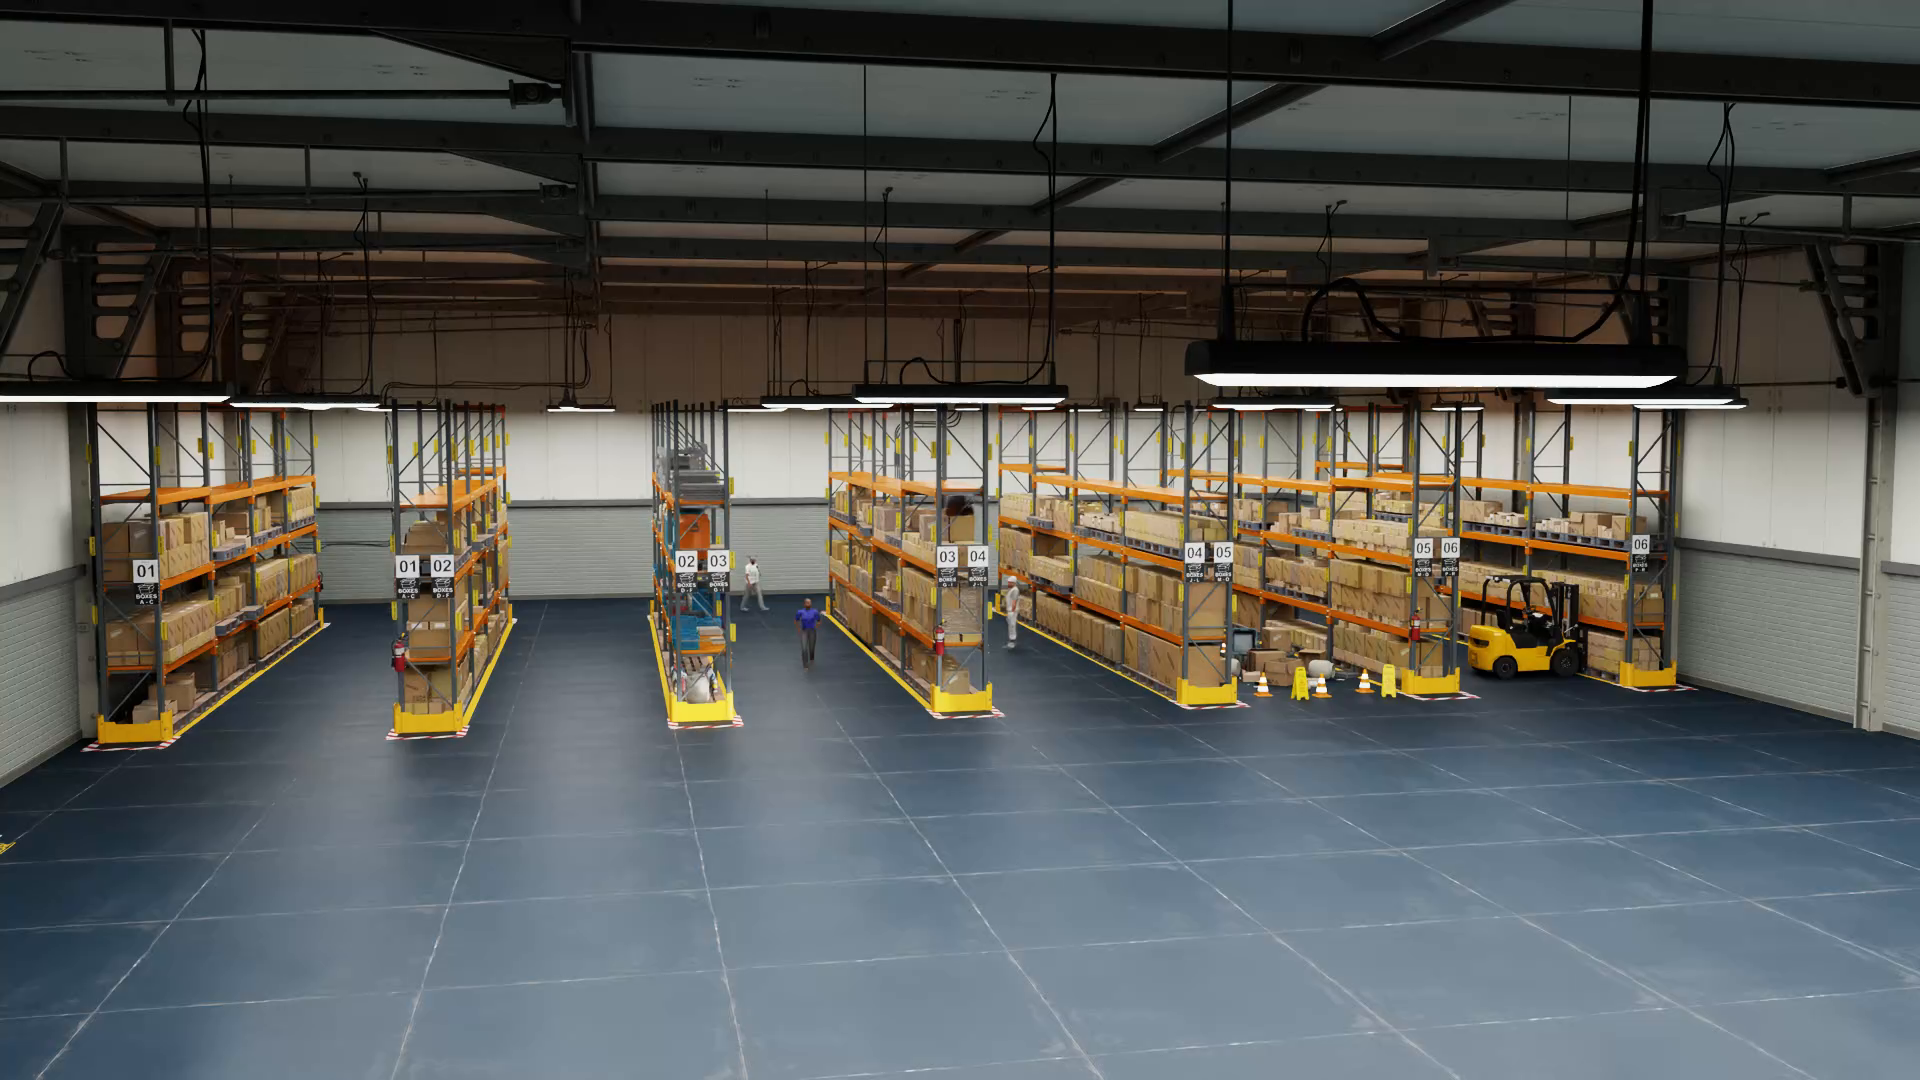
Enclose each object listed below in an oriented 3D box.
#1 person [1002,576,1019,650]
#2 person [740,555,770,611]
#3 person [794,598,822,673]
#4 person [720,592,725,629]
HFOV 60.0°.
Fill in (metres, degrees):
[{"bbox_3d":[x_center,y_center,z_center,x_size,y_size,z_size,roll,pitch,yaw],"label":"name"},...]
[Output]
[{"bbox_3d":[1.222,1.769,40.559,0.411,1.802,0.596,-1,4,-8],"label":"person"},{"bbox_3d":[-5.978,1.247,48.325,0.904,1.641,0.504,3,5,32],"label":"person"},{"bbox_3d":[-3.402,2.139,37.195,0.615,1.673,0.722,0,4,-4],"label":"person"},{"bbox_3d":[-6.393,1.555,44.549,0.552,1.650,0.514,1,4,16],"label":"person"}]
